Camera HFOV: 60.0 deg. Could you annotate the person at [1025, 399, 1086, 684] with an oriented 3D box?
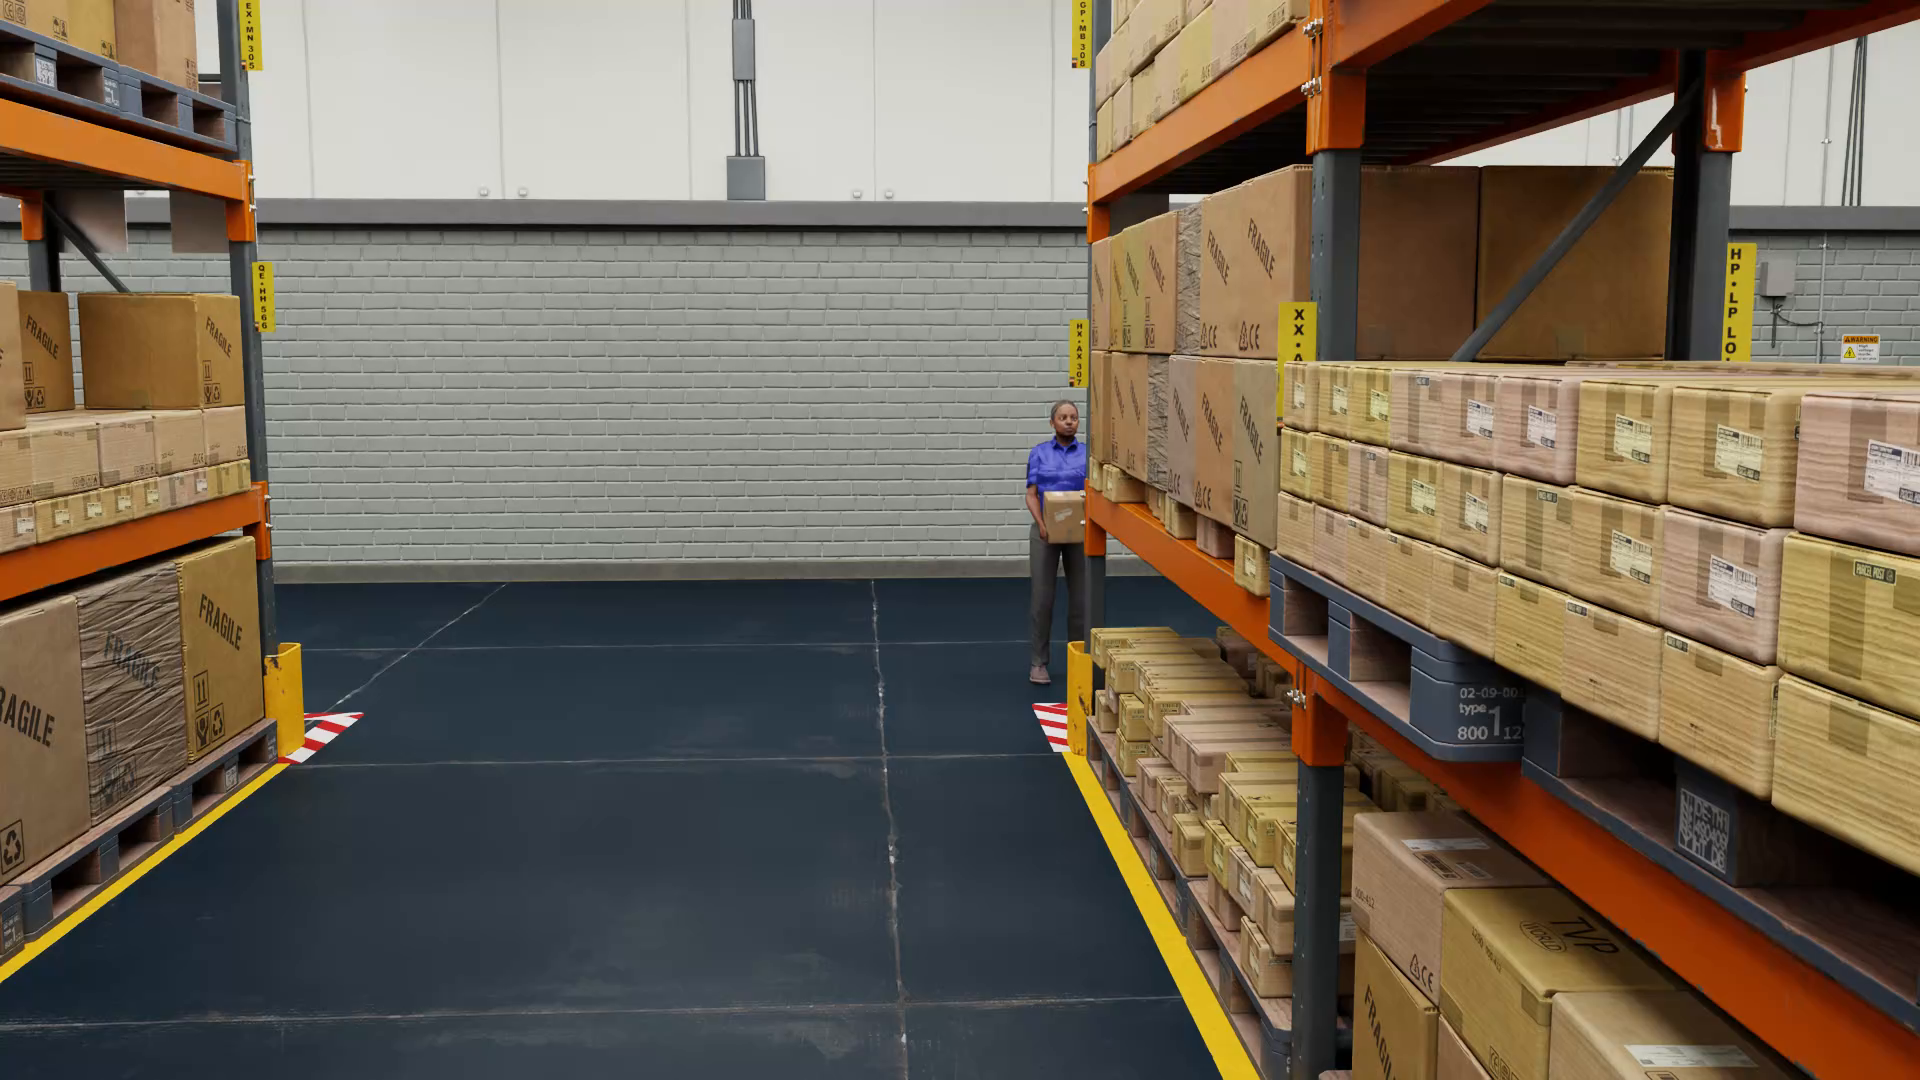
[{"bbox_3d":[0.607,0.021,9.676,0.452,1.637,0.512,0,7,-4],"label":"person"}]
